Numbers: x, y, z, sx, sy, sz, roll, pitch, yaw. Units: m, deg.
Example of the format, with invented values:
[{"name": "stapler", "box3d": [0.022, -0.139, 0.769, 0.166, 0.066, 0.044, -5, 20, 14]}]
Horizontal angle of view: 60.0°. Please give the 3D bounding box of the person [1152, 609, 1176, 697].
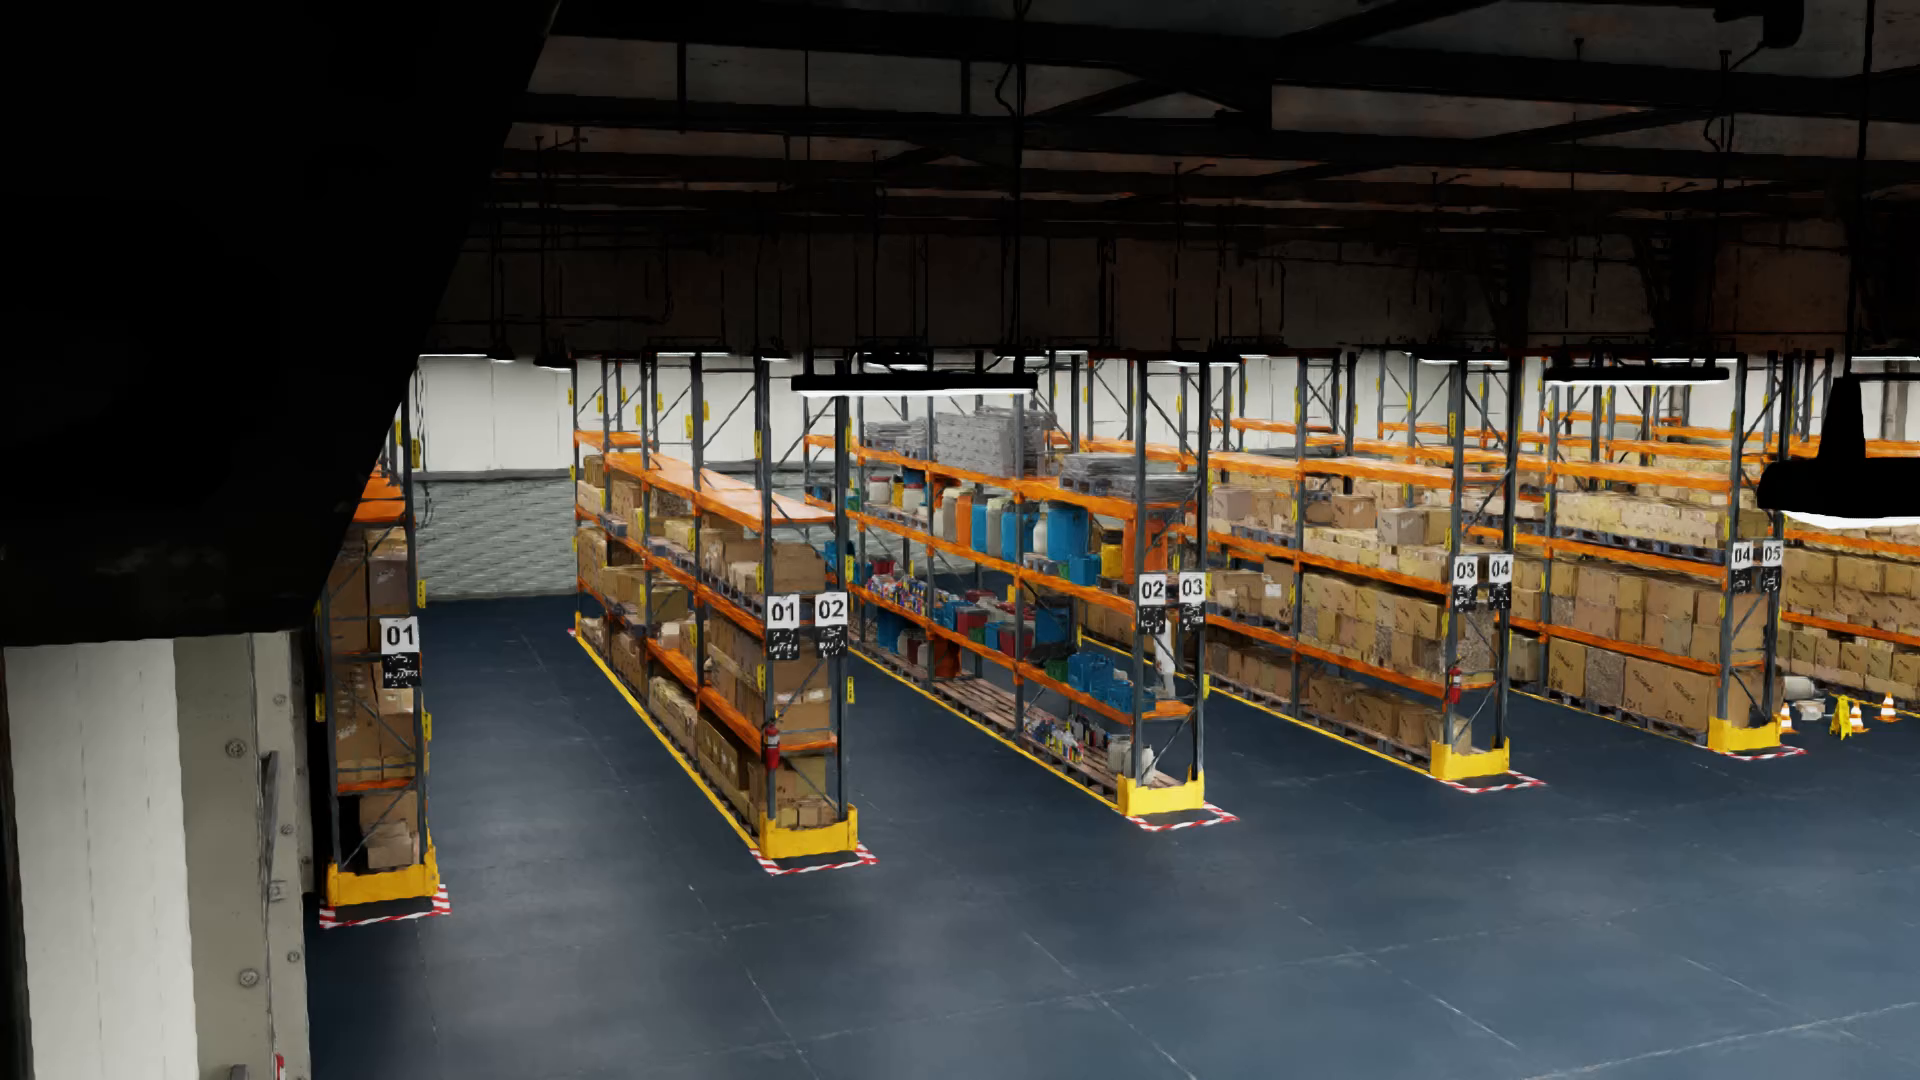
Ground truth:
[{"name": "person", "box3d": [3.348, 1.977, 27.827, 0.636, 1.775, 0.676, 1, 7, 7]}]
